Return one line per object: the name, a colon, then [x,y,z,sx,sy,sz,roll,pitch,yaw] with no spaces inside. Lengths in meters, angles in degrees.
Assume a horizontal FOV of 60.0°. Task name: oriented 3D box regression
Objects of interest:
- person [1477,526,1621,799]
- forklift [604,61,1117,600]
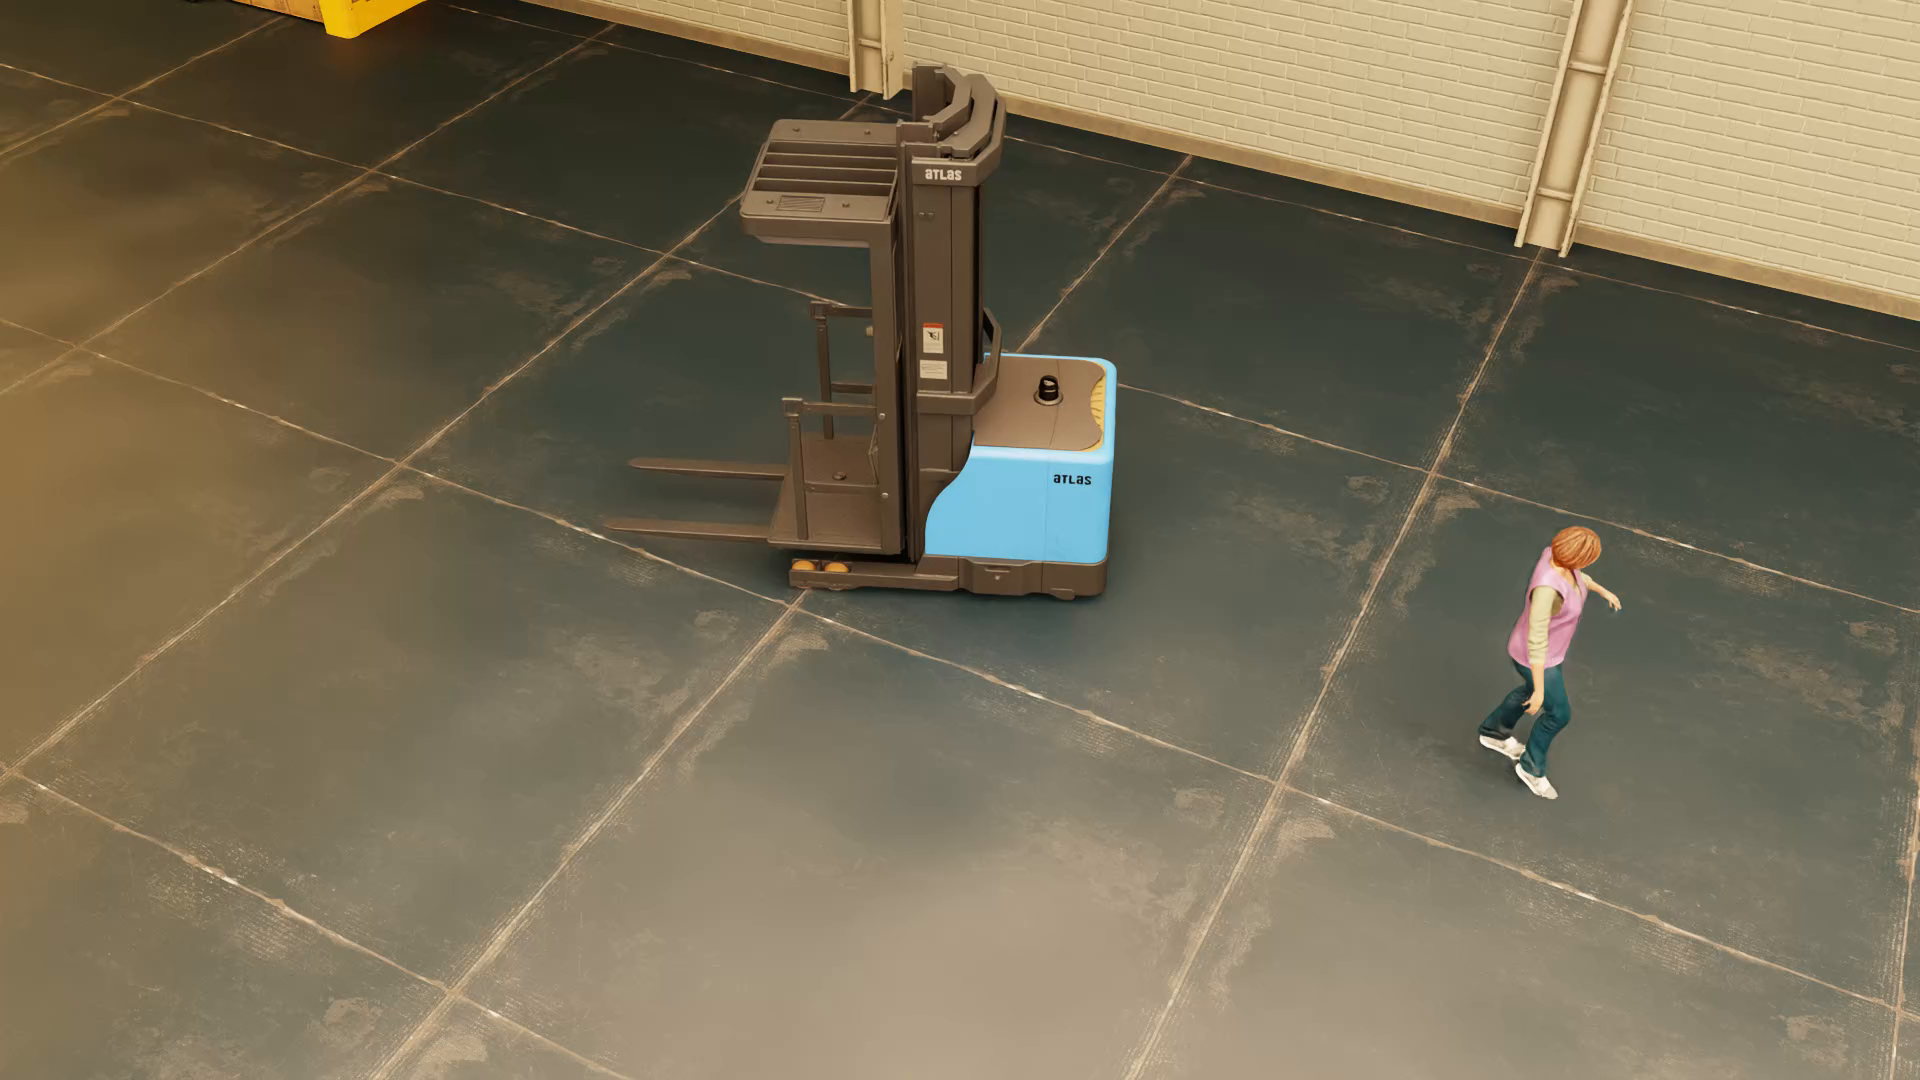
person: [2.975,0.594,8.370,0.490,1.617,0.823,19,44,21]
forklift: [-0.606,-1.157,9.360,3.031,2.935,1.130,3,40,4]
